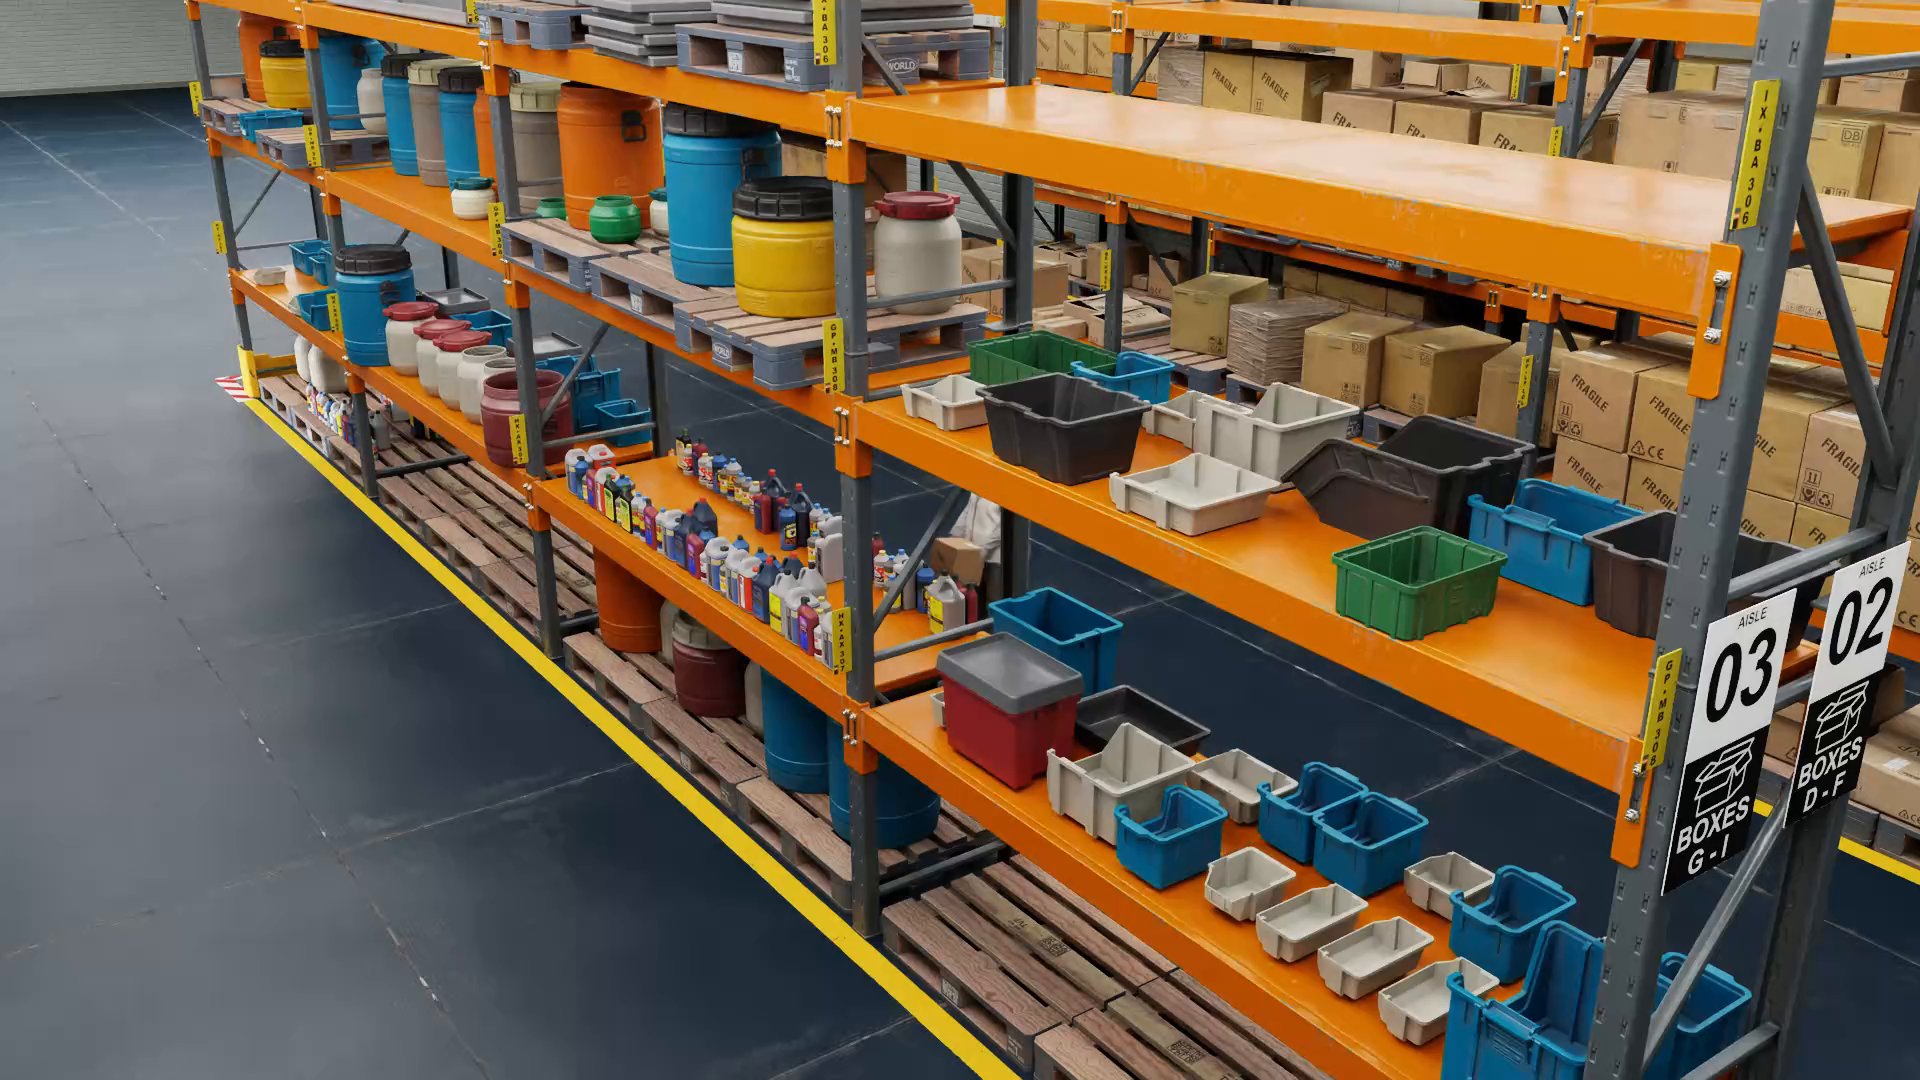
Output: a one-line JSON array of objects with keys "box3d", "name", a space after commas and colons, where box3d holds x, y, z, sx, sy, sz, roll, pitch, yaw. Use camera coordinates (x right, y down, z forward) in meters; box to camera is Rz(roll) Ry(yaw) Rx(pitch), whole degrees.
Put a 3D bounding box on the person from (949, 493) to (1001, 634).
[{"box3d": [0.166, 0.108, 10.762, 0.533, 1.776, 0.514, -11, 24, -27], "name": "person"}]
